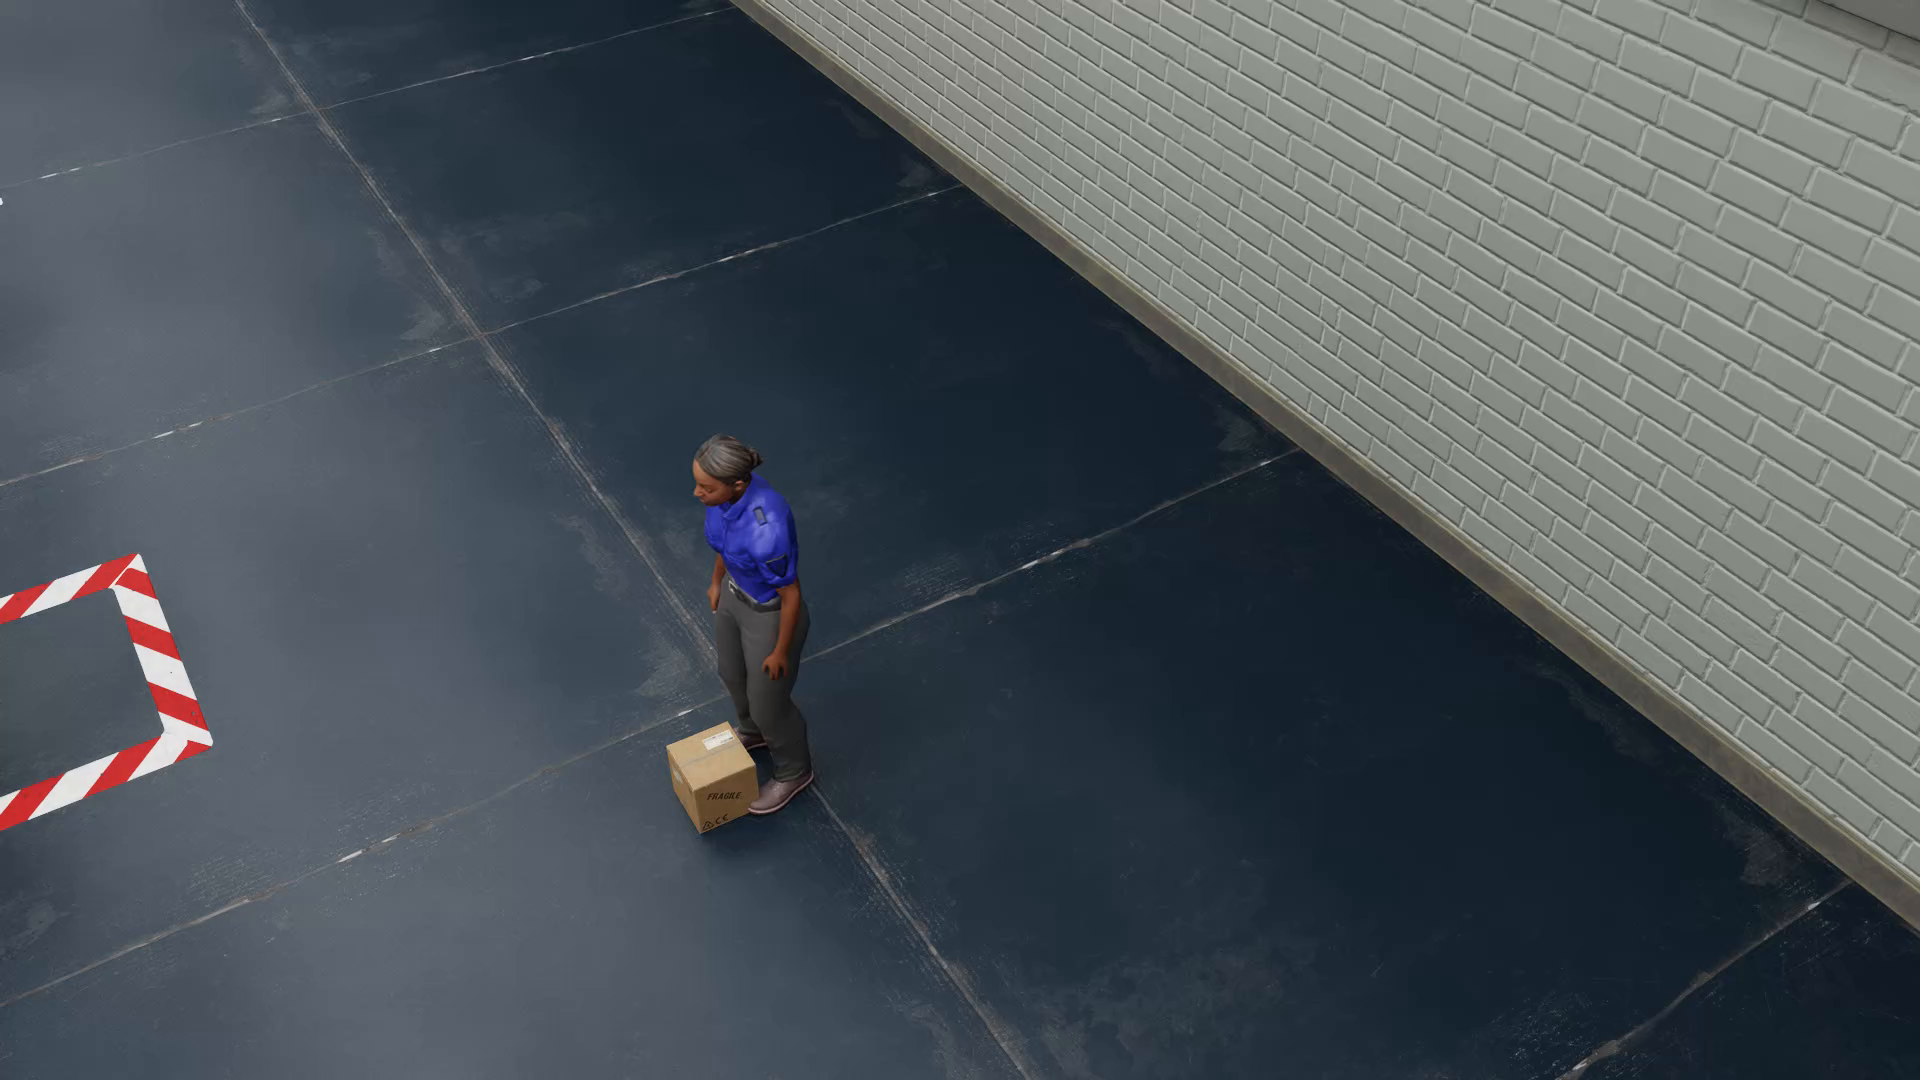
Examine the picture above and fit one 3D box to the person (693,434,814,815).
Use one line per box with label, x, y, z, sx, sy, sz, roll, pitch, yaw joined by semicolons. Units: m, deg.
person;-0.730;0.264;5.858;0.348;1.654;0.509;-25;47;-26
